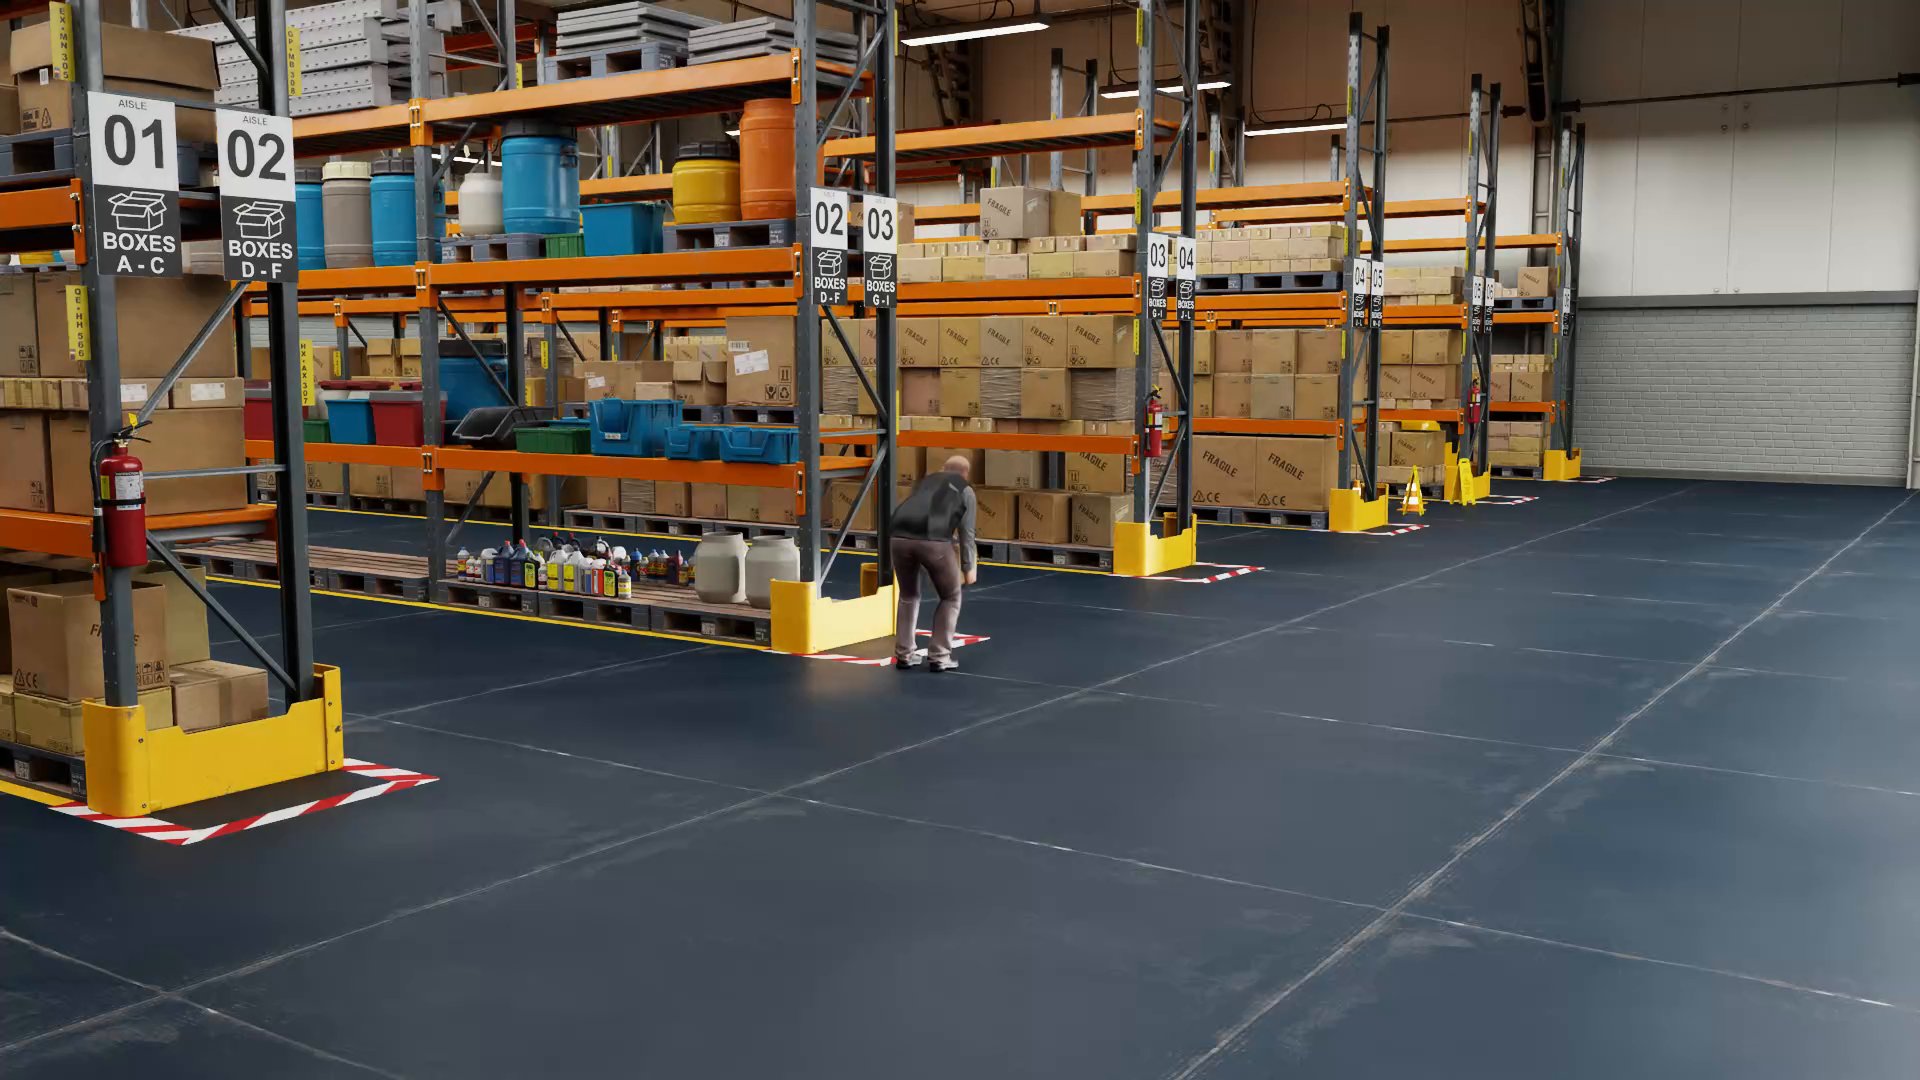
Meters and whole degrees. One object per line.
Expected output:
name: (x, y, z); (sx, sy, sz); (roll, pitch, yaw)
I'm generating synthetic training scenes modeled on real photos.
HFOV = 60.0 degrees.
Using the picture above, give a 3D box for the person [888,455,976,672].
person: (-0.155, 0.142, 11.134); (0.469, 1.388, 0.861); (3, 7, 25)
